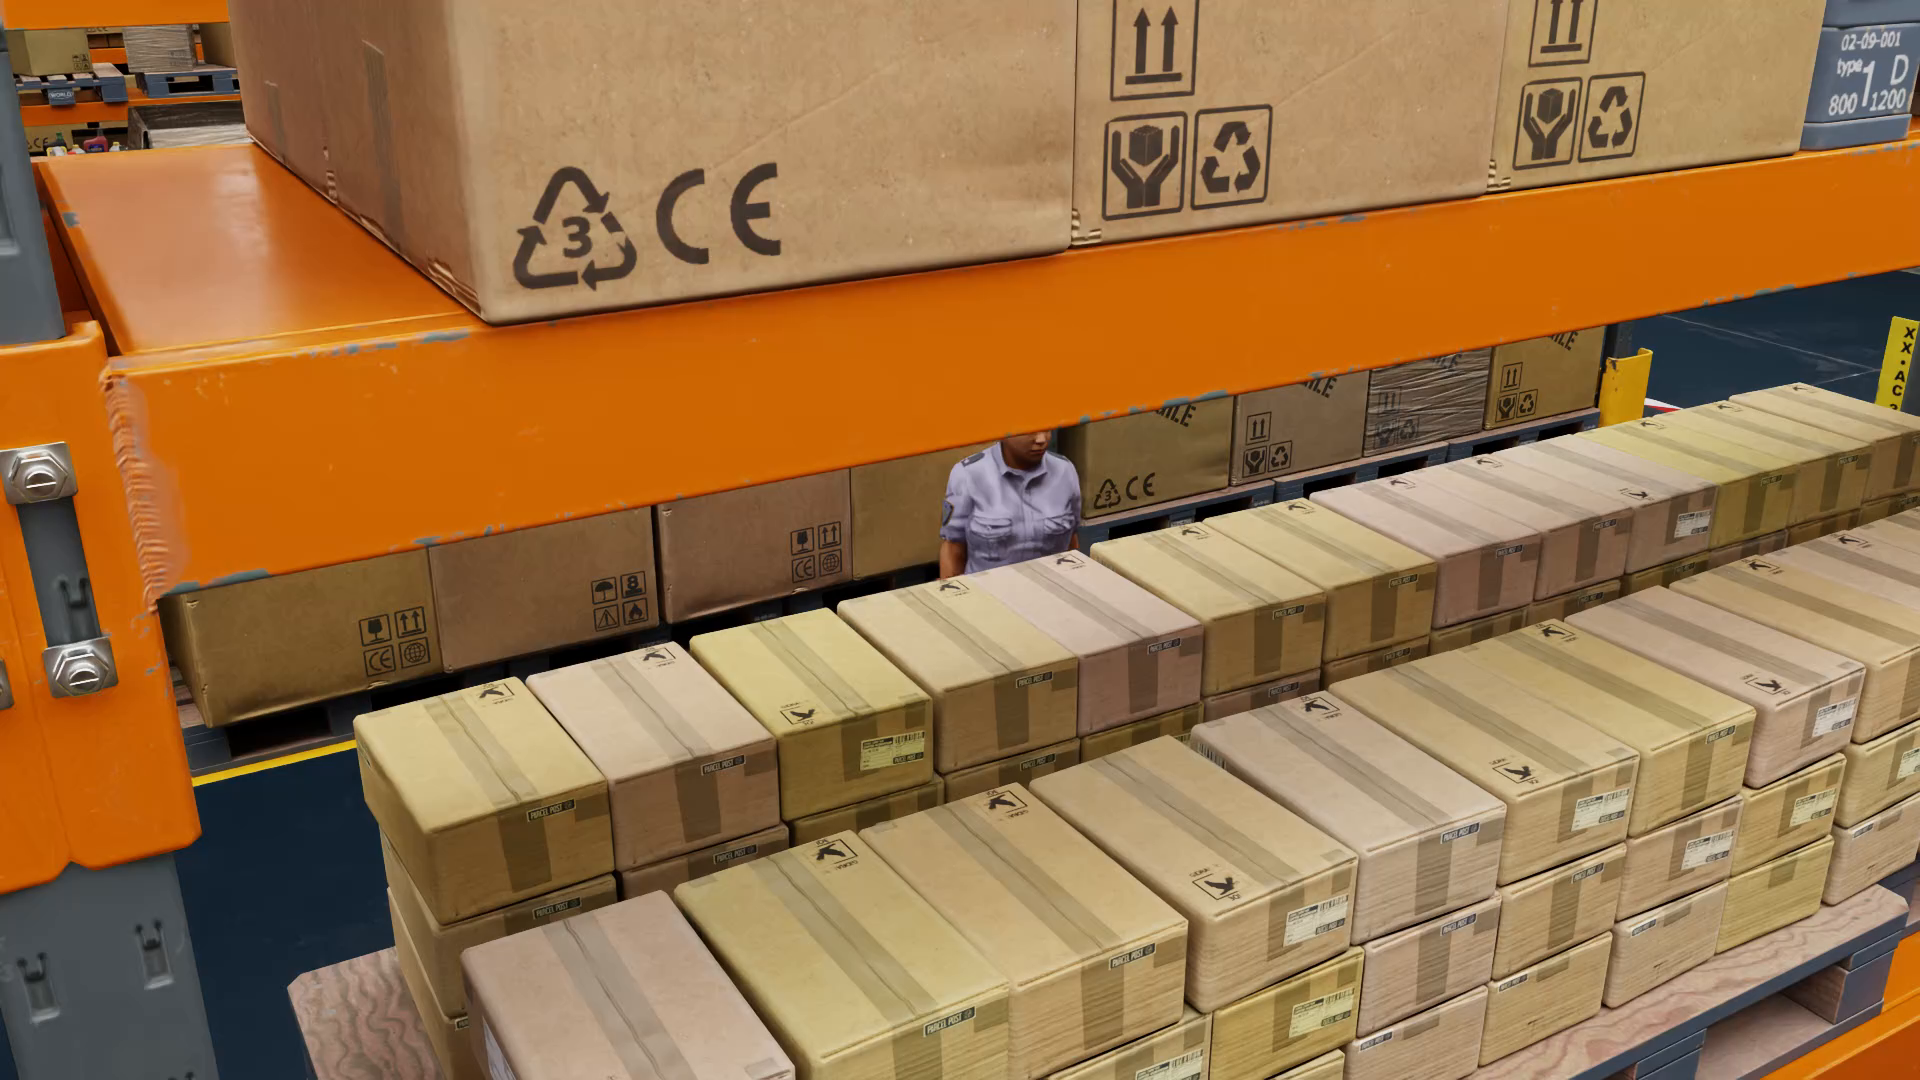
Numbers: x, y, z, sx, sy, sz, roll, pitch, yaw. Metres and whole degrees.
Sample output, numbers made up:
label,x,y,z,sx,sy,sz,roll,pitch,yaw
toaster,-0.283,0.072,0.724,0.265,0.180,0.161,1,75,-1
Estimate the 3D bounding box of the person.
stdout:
label,x,y,z,sx,sy,sz,roll,pitch,yaw
person,0.164,0.253,5.469,0.475,1.620,0.934,-3,22,-7
